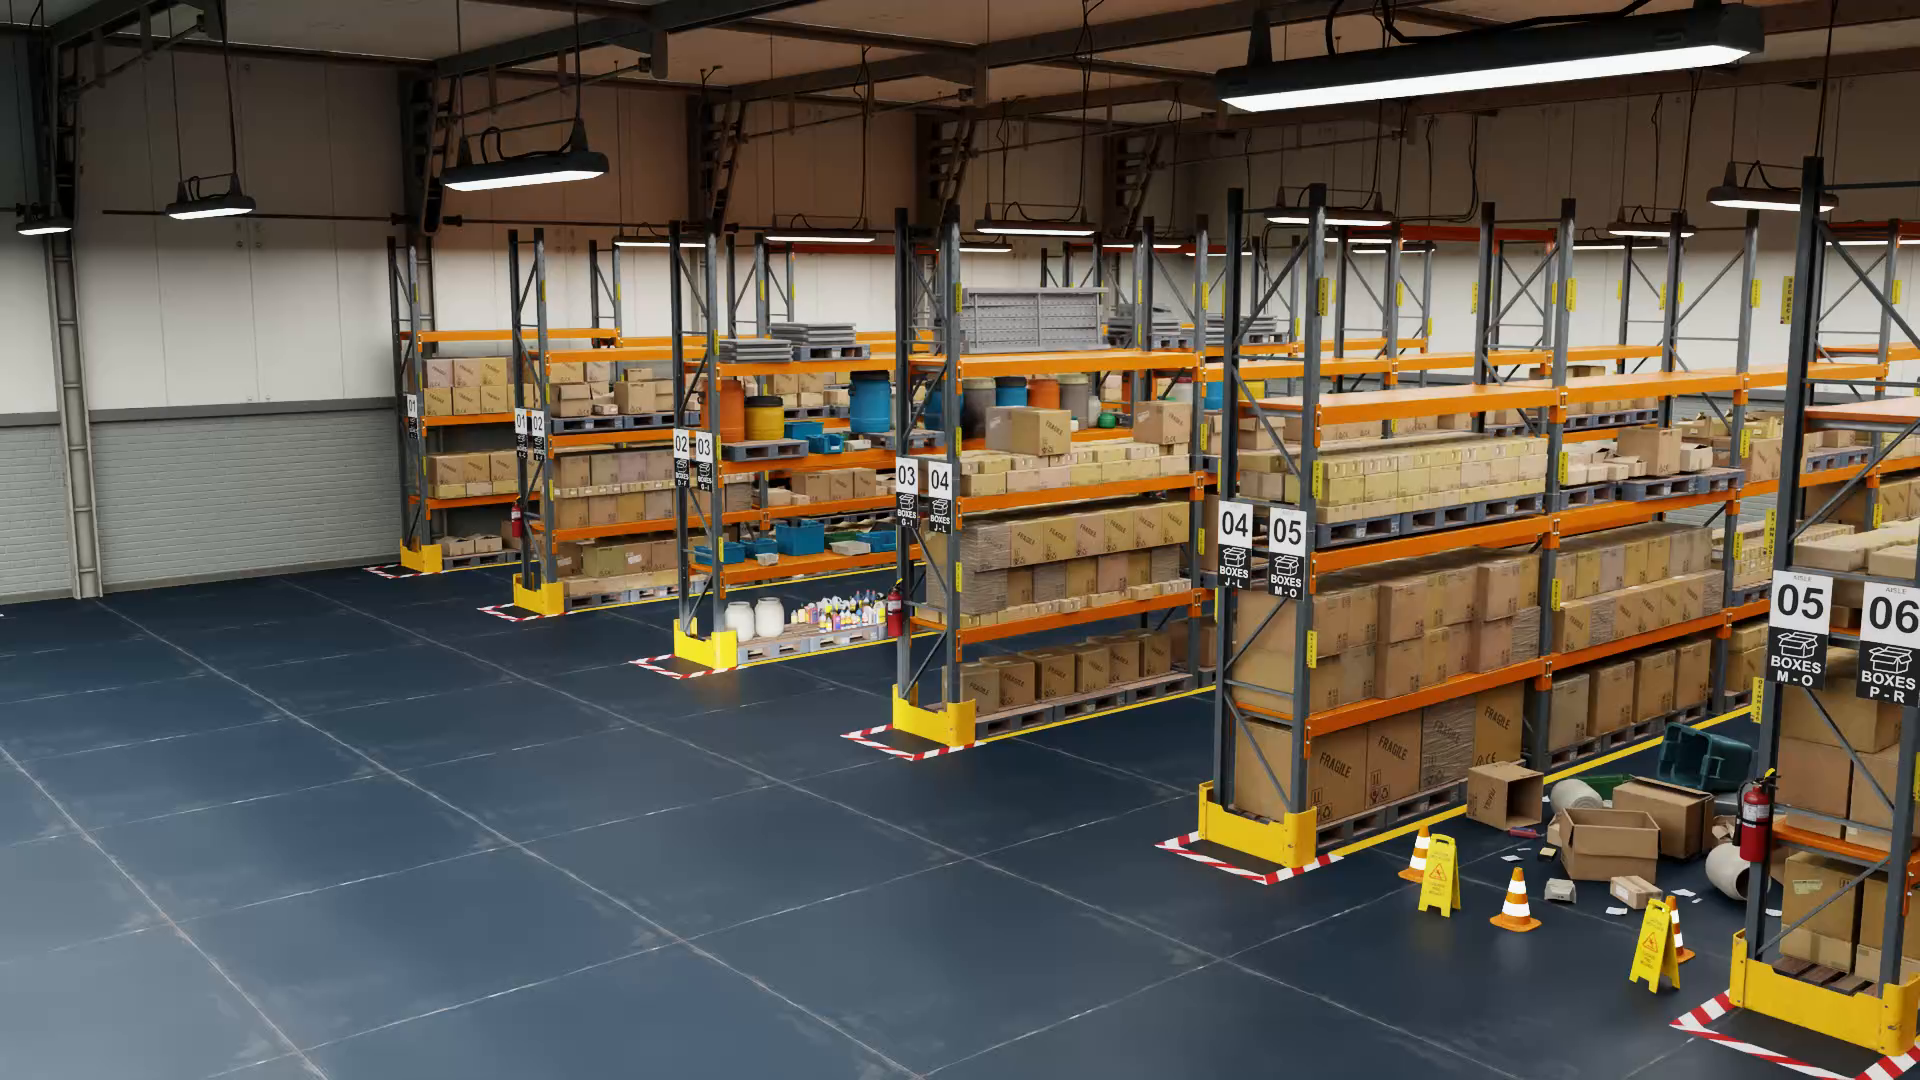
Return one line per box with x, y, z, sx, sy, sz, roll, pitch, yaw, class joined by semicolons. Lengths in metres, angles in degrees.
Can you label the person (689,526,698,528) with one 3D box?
-4.752;-0.436;30.866;0.658;1.820;0.726;7;11;40;person
